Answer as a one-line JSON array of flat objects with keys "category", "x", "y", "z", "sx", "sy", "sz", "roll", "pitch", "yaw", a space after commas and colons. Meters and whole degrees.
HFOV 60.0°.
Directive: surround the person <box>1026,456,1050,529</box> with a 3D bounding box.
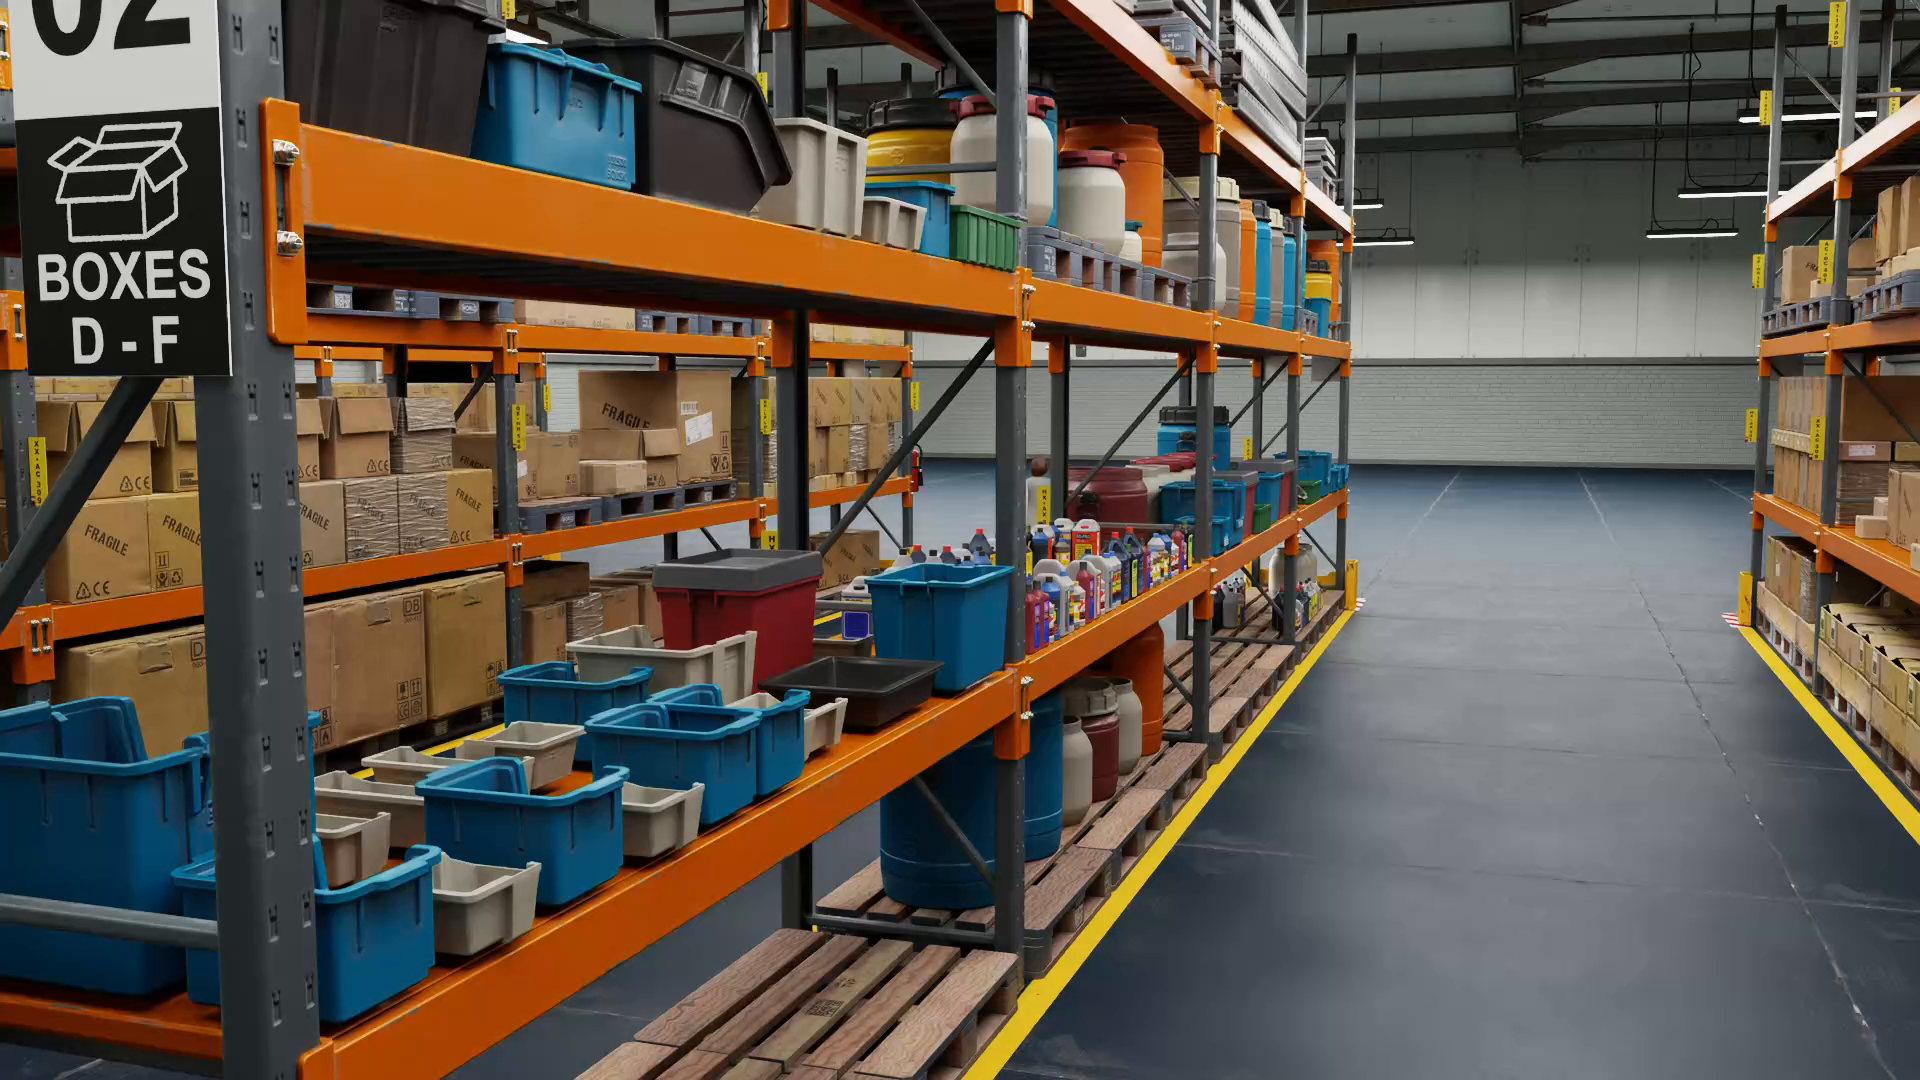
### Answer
[{"category": "person", "x": 0.817, "y": -0.089, "z": 17.777, "sx": 0.422, "sy": 1.622, "sz": 0.449, "roll": -1, "pitch": 5, "yaw": -8}]
